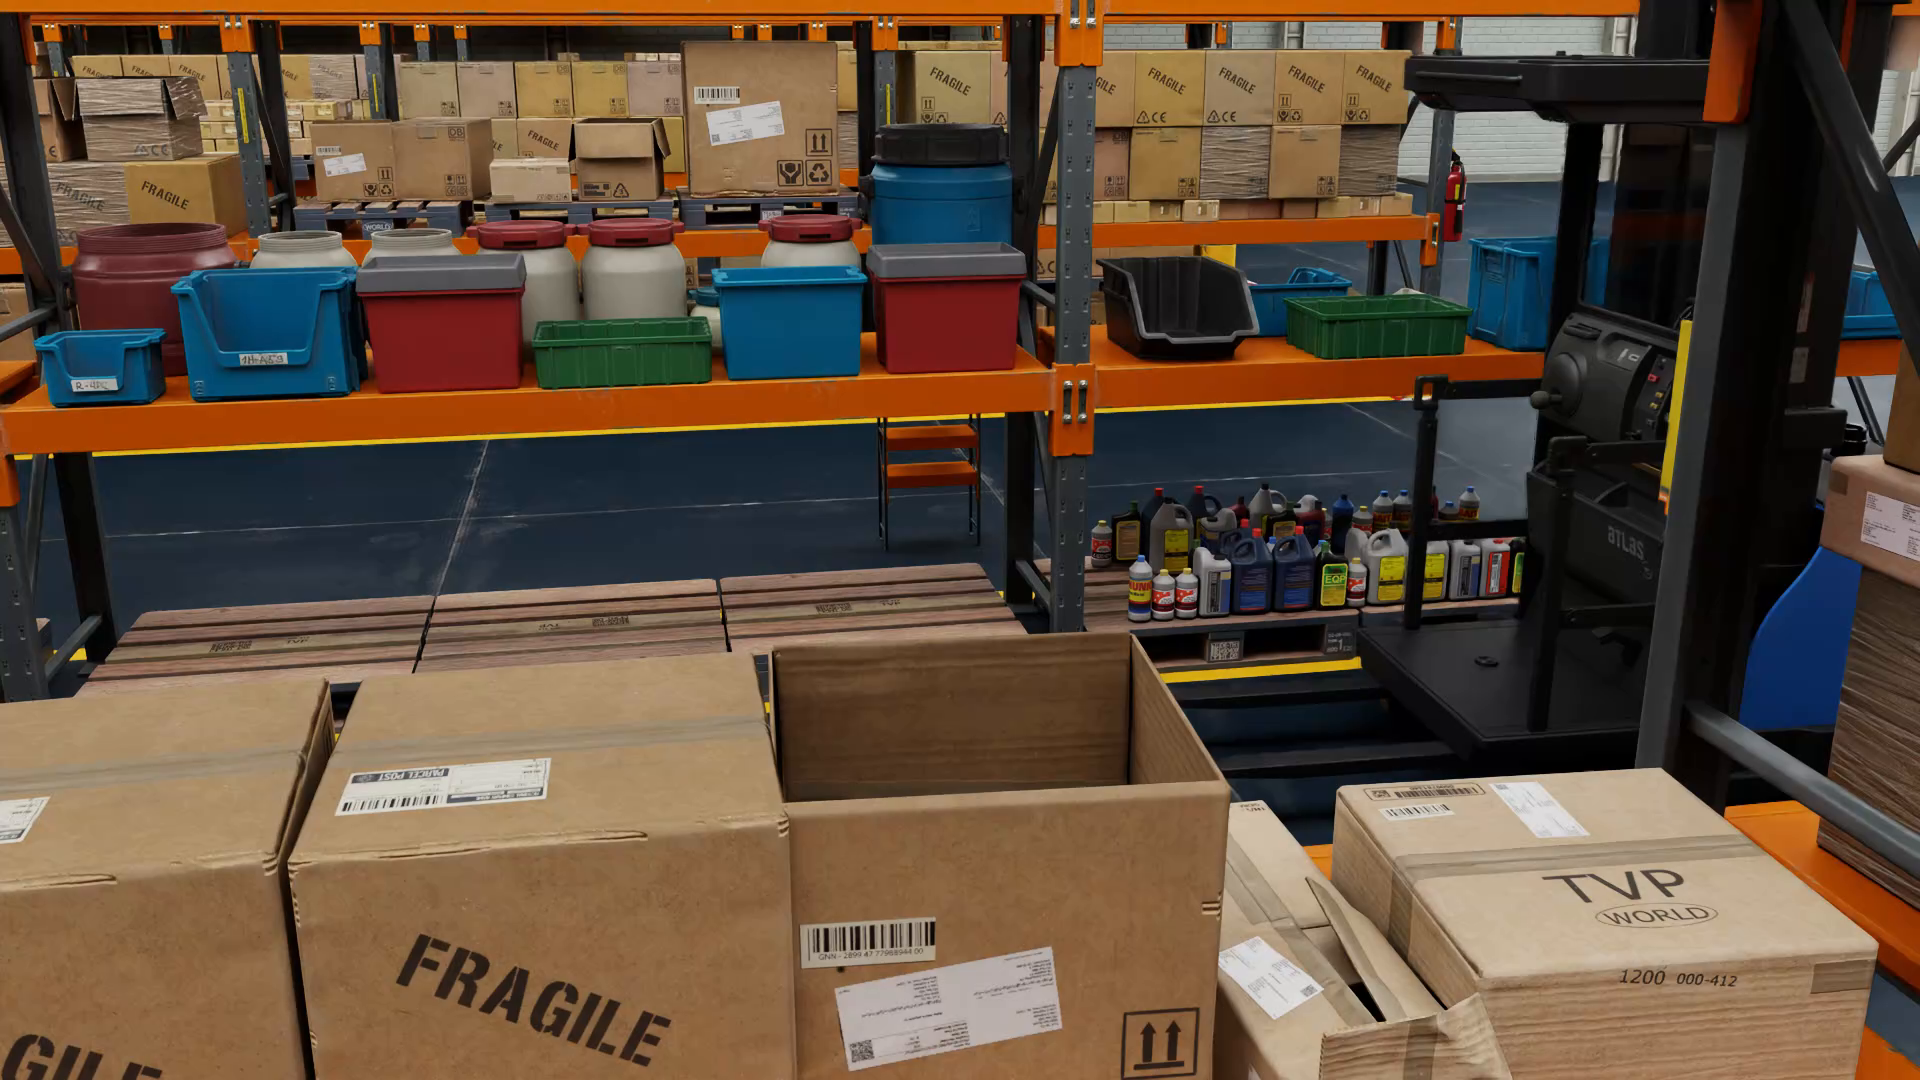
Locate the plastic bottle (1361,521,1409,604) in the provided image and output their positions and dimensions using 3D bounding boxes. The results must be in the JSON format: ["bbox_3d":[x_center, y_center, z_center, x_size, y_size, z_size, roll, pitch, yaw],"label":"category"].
[{"bbox_3d":[1.832,0.090,7.171,0.185,0.351,0.144,-3,17,-11],"label":"plastic bottle"}]

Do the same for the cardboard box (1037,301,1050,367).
[{"bbox_3d":[0.380,-1.485,12.079,0.500,0.500,0.500,2,17,7],"label":"cardboard box"}]

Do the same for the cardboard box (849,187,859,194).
[{"bbox_3d":[-0.792,-3.069,16.600,0.875,0.875,0.875,-3,17,-10],"label":"cardboard box"}]

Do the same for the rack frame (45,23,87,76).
[{"bbox_3d":[-10.316,-4.845,19.478,0.127,3.000,1.000,-3,17,-10],"label":"rack frame"}]

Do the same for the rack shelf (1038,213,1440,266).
[{"bbox_3d":[1.383,-2.201,12.096,4.000,0.370,1.077,-3,17,-10],"label":"rack shelf"}]

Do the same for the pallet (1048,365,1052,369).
[{"bbox_3d":[1.272,-1.218,12.416,1.213,0.211,1.003,-3,17,-10],"label":"pallet"}]

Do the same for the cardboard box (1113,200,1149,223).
[{"bbox_3d":[1.157,-2.327,11.706,0.250,0.149,0.380,-3,17,-10],"label":"cardboard box"}]

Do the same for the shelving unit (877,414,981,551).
[{"bbox_3d":[-0.163,-0.564,8.606,0.503,1.200,0.258,-3,17,-10],"label":"shelving unit"}]

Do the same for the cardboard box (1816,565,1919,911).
[{"bbox_3d":[1.729,0.348,2.401,0.500,0.500,0.700,-4,17,-12],"label":"cardboard box"}]

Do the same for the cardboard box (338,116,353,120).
[{"bbox_3d":[-5.863,-3.900,15.608,0.250,0.149,0.380,-2,17,-8],"label":"cardboard box"}]

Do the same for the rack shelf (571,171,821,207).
[{"bbox_3d":[-3.387,-3.414,16.044,4.000,0.370,1.077,-3,17,-10],"label":"rack shelf"}]

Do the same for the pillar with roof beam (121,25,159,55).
[{"bbox_3d":[-11.299,-8.124,19.934,0.400,9.000,9.100,-3,17,-10],"label":"pillar with roof beam"}]

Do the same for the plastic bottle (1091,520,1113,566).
[{"bbox_3d":[0.656,0.011,7.683,0.097,0.201,0.097,0,17,0],"label":"plastic bottle"}]

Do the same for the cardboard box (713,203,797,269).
[{"bbox_3d":[-2.015,-2.934,16.373,0.750,0.750,1.050,-3,17,-11],"label":"cardboard box"}]

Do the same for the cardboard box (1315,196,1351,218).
[{"bbox_3d":[2.624,-2.419,12.006,0.250,0.149,0.380,-3,17,-10],"label":"cardboard box"}]

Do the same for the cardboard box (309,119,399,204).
[{"bbox_3d":[-3.986,-2.501,10.961,0.500,0.500,0.500,-5,18,-17],"label":"cardboard box"}]

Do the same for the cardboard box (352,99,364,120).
[{"bbox_3d":[-7.319,-5.105,19.729,0.500,0.250,0.500,-4,17,-12],"label":"cardboard box"}]

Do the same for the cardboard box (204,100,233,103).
[{"bbox_3d":[-6.871,-3.983,15.372,0.250,0.149,0.380,-2,17,-8],"label":"cardboard box"}]

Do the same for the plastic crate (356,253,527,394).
[{"bbox_3d":[-1.924,-0.816,6.250,0.583,0.464,0.402,-3,17,-10],"label":"plastic crate"}]

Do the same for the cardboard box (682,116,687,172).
[{"bbox_3d":[-2.381,-3.783,15.849,0.500,0.500,0.500,-3,17,-11],"label":"cardboard box"}]

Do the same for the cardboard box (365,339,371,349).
[{"bbox_3d":[-3.854,-1.270,11.345,0.500,0.500,0.700,-4,18,-13],"label":"cardboard box"}]

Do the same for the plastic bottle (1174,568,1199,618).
[{"bbox_3d":[0.954,0.219,7.008,0.097,0.201,0.097,0,17,0],"label":"plastic bottle"}]

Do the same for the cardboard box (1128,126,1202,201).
[{"bbox_3d":[1.341,-2.722,11.887,0.500,0.500,0.875,-3,17,-10],"label":"cardboard box"}]

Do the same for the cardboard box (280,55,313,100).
[{"bbox_3d":[-7.838,-5.433,19.518,0.500,0.500,0.500,-3,17,-10],"label":"cardboard box"}]

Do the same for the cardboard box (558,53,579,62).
[{"bbox_3d":[-4.836,-5.941,20.549,0.250,0.149,0.380,-4,18,-13],"label":"cardboard box"}]

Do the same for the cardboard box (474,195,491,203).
[{"bbox_3d":[-5.832,-4.041,20.621,0.625,0.372,0.950,-4,18,-14],"label":"cardboard box"}]

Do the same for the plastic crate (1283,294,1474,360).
[{"bbox_3d":[1.745,-0.899,6.991,0.662,0.188,0.450,-3,17,-10],"label":"plastic crate"}]

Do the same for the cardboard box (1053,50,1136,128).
[{"bbox_3d":[0.891,-3.110,11.448,0.500,0.500,0.500,-3,17,-10],"label":"cardboard box"}]

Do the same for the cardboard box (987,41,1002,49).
[{"bbox_3d":[0.508,-6.064,21.067,0.500,0.500,0.700,-3,17,-10],"label":"cardboard box"}]

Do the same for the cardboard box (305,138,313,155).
[{"bbox_3d":[-5.747,-3.567,15.030,0.250,0.149,0.380,-3,17,-10],"label":"cardboard box"}]

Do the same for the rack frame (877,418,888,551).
[{"bbox_3d":[-0.402,-0.551,8.561,0.015,1.200,0.240,-3,17,-10],"label":"rack frame"}]

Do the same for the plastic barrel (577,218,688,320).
[{"bbox_3d":[-1.343,-1.040,6.858,0.433,0.535,0.433,0,17,0],"label":"plastic barrel"}]

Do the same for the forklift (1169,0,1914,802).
[{"bbox_3d":[2.094,-0.581,5.710,3.031,2.935,1.130,-3,17,-9],"label":"forklift"}]

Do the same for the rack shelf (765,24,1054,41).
[{"bbox_3d":[-0.497,-6.492,20.957,4.000,0.370,1.077,-3,17,-10],"label":"rack shelf"}]

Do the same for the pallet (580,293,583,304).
[{"bbox_3d":[-3.366,-2.403,16.275,1.213,0.211,1.003,-3,17,-10],"label":"pallet"}]

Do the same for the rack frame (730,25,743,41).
[{"bbox_3d":[-3.406,-6.722,25.587,0.127,3.000,1.000,-3,17,-10],"label":"rack frame"}]

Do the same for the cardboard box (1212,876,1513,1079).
[{"bbox_3d":[0.466,0.588,2.017,0.258,0.266,0.396,-4,17,-12],"label":"cardboard box"}]

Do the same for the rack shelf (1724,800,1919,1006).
[{"bbox_3d":[3.258,0.654,2.797,4.000,0.370,1.077,-3,17,-10],"label":"rack shelf"}]

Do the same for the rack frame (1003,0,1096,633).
[{"bbox_3d":[0.358,-1.006,6.979,0.127,3.000,1.000,-3,17,-10],"label":"rack frame"}]

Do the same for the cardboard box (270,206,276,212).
[{"bbox_3d":[-6.571,-3.014,15.781,0.500,0.250,0.500,-3,17,-11],"label":"cardboard box"}]

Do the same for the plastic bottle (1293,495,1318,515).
[{"bbox_3d":[1.602,-0.070,7.821,0.135,0.276,0.152,-3,17,-9],"label":"plastic bottle"}]

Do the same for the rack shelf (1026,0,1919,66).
[{"bbox_3d":[2.322,-2.208,7.007,4.000,0.370,1.077,-3,17,-10],"label":"rack shelf"}]

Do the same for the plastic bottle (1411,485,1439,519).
[{"bbox_3d":[2.221,-0.122,7.978,0.133,0.283,0.061,-3,17,-10],"label":"plastic bottle"}]

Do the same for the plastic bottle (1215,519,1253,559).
[{"bbox_3d":[1.202,0.083,7.195,0.185,0.351,0.144,-3,17,-10],"label":"plastic bottle"}]

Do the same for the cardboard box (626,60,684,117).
[{"bbox_3d":[-2.910,-4.309,15.858,0.500,0.500,0.700,-3,17,-10],"label":"cardboard box"}]

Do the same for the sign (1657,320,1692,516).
[{"bbox_3d":[1.188,-0.190,2.711,0.005,0.325,0.100,-3,17,-10],"label":"sign"}]

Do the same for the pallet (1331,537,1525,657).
[{"bbox_3d":[2.226,0.232,7.695,1.213,0.211,1.003,-3,17,-10],"label":"pallet"}]
